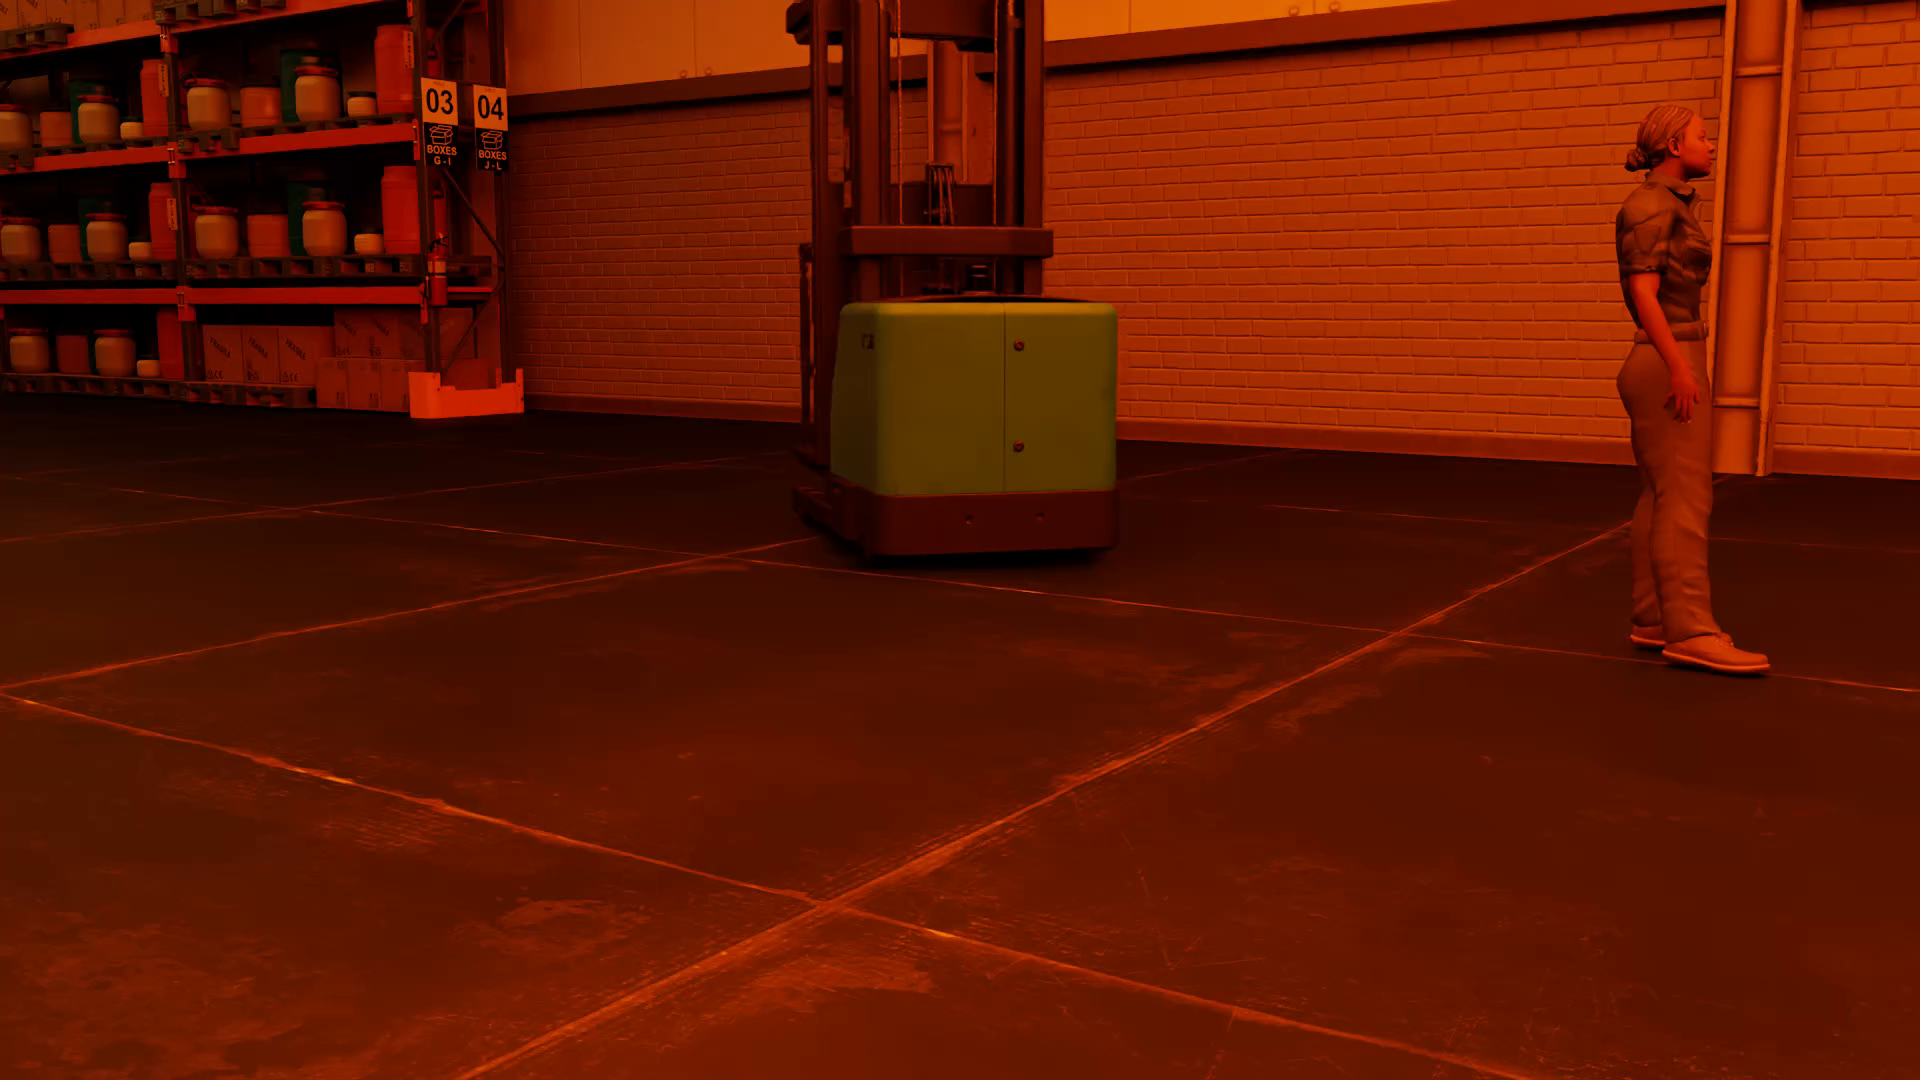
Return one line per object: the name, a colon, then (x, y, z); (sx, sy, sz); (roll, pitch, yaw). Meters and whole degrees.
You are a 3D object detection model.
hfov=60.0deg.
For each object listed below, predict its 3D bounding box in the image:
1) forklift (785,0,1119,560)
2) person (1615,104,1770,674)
forklift: (-0.219, -1.538, 8.010); (1.130, 2.935, 3.031); (-2, 8, -15)
person: (2.223, -0.475, 5.010); (0.504, 1.655, 0.569); (4, 9, 27)
